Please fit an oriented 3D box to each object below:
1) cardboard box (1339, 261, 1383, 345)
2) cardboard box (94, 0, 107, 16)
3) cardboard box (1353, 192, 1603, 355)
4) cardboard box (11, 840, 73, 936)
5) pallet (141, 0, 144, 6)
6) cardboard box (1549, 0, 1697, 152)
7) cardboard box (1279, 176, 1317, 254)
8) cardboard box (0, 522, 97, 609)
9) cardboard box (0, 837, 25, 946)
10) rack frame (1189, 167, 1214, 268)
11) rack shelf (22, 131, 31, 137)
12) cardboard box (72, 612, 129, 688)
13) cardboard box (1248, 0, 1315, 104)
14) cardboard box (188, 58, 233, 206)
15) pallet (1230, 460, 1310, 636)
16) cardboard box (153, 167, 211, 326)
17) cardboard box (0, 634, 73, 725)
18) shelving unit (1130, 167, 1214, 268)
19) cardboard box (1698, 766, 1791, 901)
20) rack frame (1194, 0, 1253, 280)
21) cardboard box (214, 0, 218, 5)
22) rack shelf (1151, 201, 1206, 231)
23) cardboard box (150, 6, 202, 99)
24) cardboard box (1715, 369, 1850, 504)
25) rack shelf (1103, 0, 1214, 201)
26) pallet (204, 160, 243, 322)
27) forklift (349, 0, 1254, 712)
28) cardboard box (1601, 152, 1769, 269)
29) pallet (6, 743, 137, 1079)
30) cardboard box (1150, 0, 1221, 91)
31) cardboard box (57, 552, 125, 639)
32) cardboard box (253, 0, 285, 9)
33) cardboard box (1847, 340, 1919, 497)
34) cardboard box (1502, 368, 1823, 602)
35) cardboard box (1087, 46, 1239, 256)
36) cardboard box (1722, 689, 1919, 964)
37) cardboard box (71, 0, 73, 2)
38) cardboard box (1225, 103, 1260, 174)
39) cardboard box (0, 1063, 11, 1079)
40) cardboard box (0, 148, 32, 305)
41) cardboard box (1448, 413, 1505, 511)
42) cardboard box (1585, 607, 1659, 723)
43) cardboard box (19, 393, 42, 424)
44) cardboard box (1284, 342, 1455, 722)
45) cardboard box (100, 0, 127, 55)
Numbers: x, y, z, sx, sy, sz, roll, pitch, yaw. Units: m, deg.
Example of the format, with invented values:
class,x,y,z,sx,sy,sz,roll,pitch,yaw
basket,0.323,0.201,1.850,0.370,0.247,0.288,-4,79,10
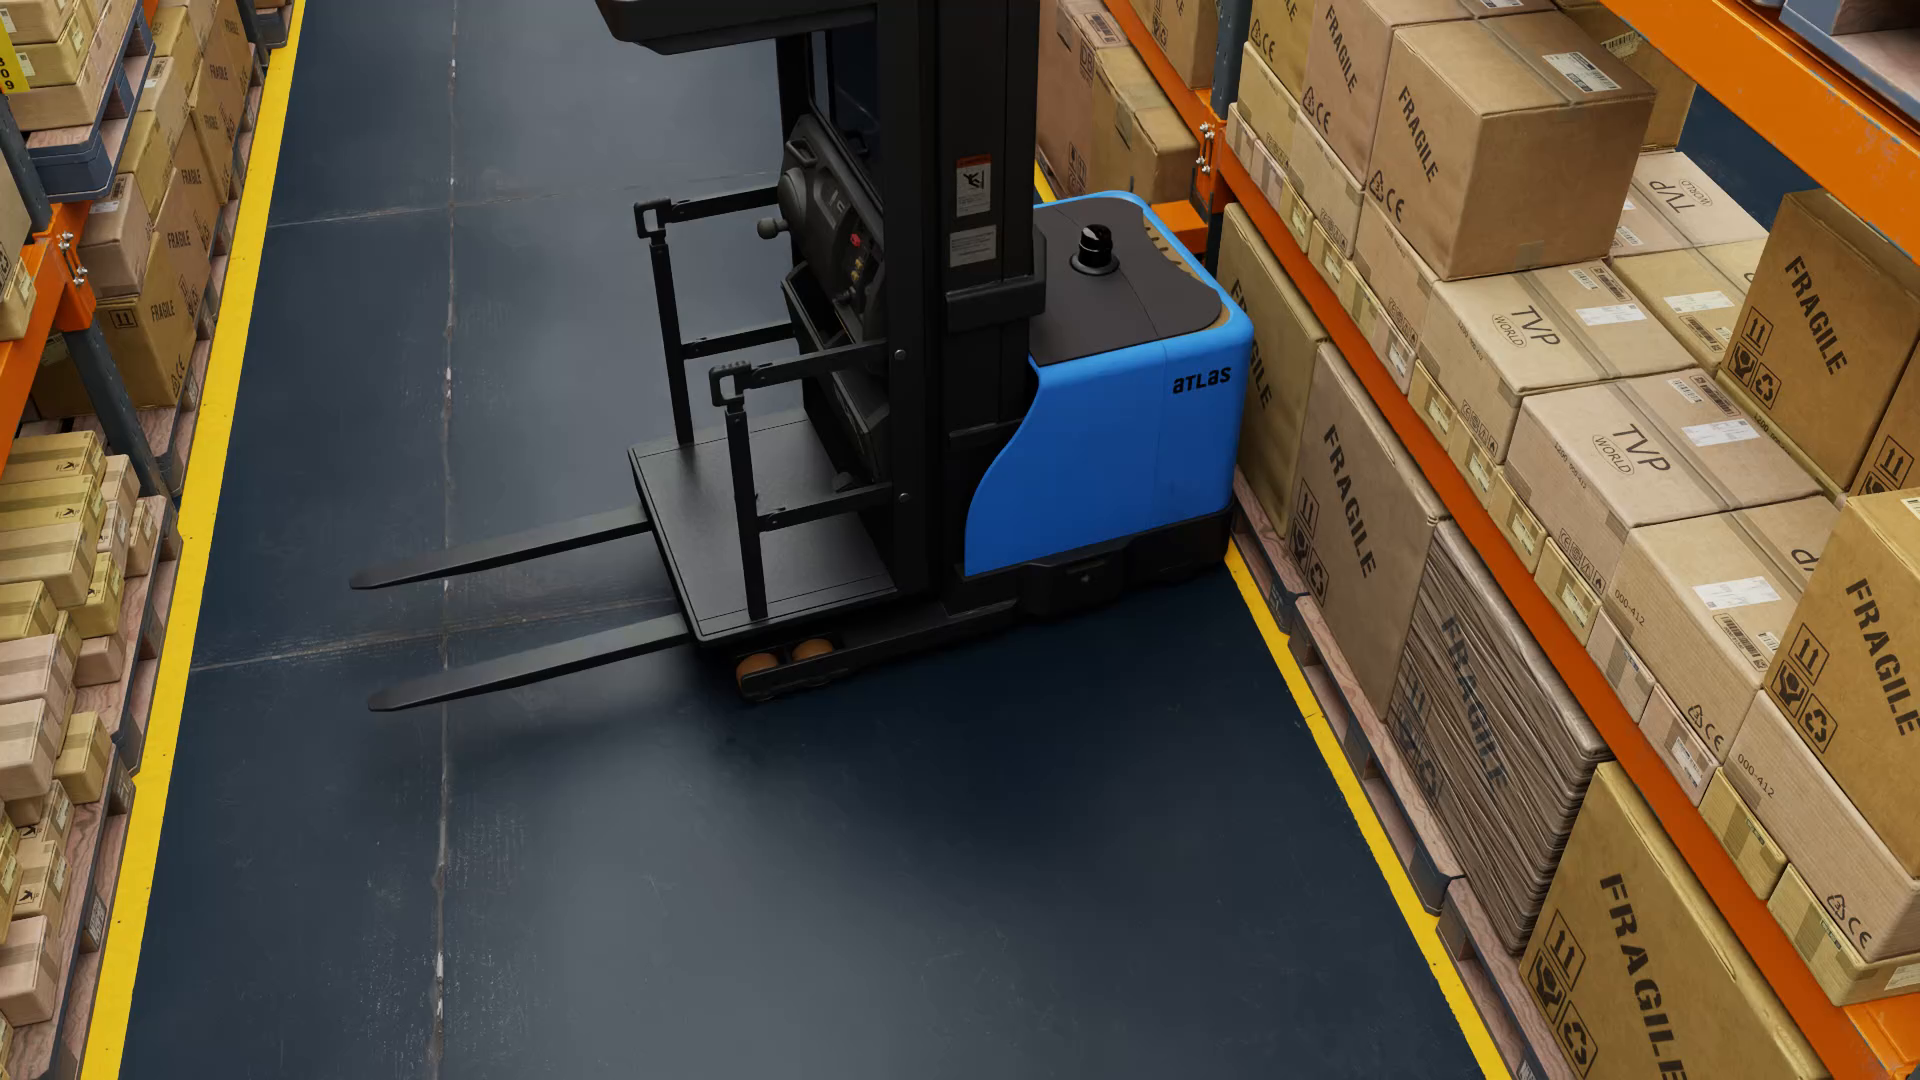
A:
class,x,y,z,sx,sy,sz,roll,pitch,yaw
cardboard box,1.374,-0.735,5.008,0.380,0.149,0.250,-9,42,-10
cardboard box,-3.208,-1.931,5.814,0.380,0.149,0.250,-7,42,-8
cardboard box,1.473,-0.800,4.781,0.500,0.250,0.500,-7,42,-8
cardboard box,-2.742,1.016,4.678,0.380,0.149,0.250,-8,42,-9
pallet,-3.854,-2.344,6.776,1.003,0.211,1.213,-8,42,-9
cardboard box,1.872,-1.496,5.000,0.500,0.500,0.500,-8,42,-9
cardboard box,1.261,-1.071,5.386,0.380,0.149,0.250,-7,42,-8
cardboard box,-2.972,0.100,5.261,0.380,0.149,0.250,-9,42,-10
cardboard box,-2.679,0.941,4.314,0.380,0.149,0.250,-8,42,-9
rack frame,0.902,-0.949,6.527,0.008,1.050,0.200,-10,43,-11
rack shelf,-3.889,-2.201,6.864,0.919,0.124,3.809,-8,42,-9
cardboard box,-2.946,0.357,5.420,0.380,0.149,0.250,-10,43,-11
cardboard box,1.261,-1.734,5.268,0.500,0.500,0.500,-8,42,-9
cardboard box,-3.685,-1.849,7.640,0.500,0.500,0.500,-10,43,-11
pallet,1.495,-0.198,6.314,1.003,0.211,1.213,-8,42,-9
cardboard box,-3.474,-1.182,6.889,0.500,0.500,0.500,-7,42,-7
cardboard box,-2.844,0.442,4.876,0.380,0.149,0.250,-10,43,-11
shelving unit,0.785,-0.927,6.504,0.252,1.050,0.215,-10,43,-11
cardboard box,1.814,0.590,3.516,0.380,0.149,0.250,-8,42,-9
rack frame,1.407,-1.745,5.957,1.000,3.000,0.127,-8,42,-9
cardboard box,-3.917,-2.790,8.135,0.500,0.250,0.500,-9,42,-10
rack shelf,0.784,-1.180,6.274,0.229,0.087,0.184,-10,43,-11
cardboard box,-3.703,-2.132,7.394,0.500,0.250,0.500,-7,42,-8
cardboard box,2.207,-0.220,4.127,0.500,0.250,0.500,-10,43,-11
rack shelf,0.976,-2.773,7.656,1.077,0.370,4.000,-8,42,-9
pallet,-3.894,-1.354,7.616,1.003,0.211,1.213,-8,42,-9
forklift,-0.586,-0.949,5.111,3.031,2.935,1.130,-14,44,-15
cardboard box,1.983,-0.886,4.877,0.500,0.250,0.500,-8,42,-8
pallet,-3.011,1.165,4.778,1.003,0.211,1.213,-8,42,-9
cardboard box,1.040,-2.047,6.221,0.500,0.500,0.500,-8,42,-9
cardboard box,-2.934,0.201,5.371,0.380,0.149,0.250,-10,43,-11
cardboard box,-4.365,-3.416,9.217,1.050,0.750,0.750,-9,42,-10
cardboard box,2.323,-0.162,3.497,0.500,0.500,0.500,-9,42,-10
cardboard box,1.688,-0.143,4.040,0.500,0.250,0.500,-10,43,-11
cardboard box,1.250,-1.520,6.987,1.225,0.875,0.875,-8,42,-9
cardboard box,1.907,0.516,3.298,0.500,0.250,0.500,-9,42,-10
cardboard box,-3.160,-1.887,5.541,0.380,0.149,0.250,-7,42,-8
cardboard box,1.146,-1.412,5.770,0.380,0.149,0.250,-8,42,-9
cardboard box,-2.549,1.401,4.020,0.380,0.149,0.250,-7,42,-8
cardboard box,-3.077,-0.976,4.790,0.500,0.500,0.500,-8,42,-9
cardboard box,1.543,-0.233,4.442,0.380,0.149,0.250,-8,42,-8
cardboard box,1.708,0.264,3.882,0.380,0.149,0.250,-8,42,-9
cardboard box,-3.863,-0.766,6.420,0.500,0.500,0.500,-9,42,-10
cardboard box,1.666,-0.085,5.371,0.875,0.875,0.875,-8,42,-9
cardboard box,-3.209,-1.826,5.920,0.380,0.149,0.250,-8,42,-9
